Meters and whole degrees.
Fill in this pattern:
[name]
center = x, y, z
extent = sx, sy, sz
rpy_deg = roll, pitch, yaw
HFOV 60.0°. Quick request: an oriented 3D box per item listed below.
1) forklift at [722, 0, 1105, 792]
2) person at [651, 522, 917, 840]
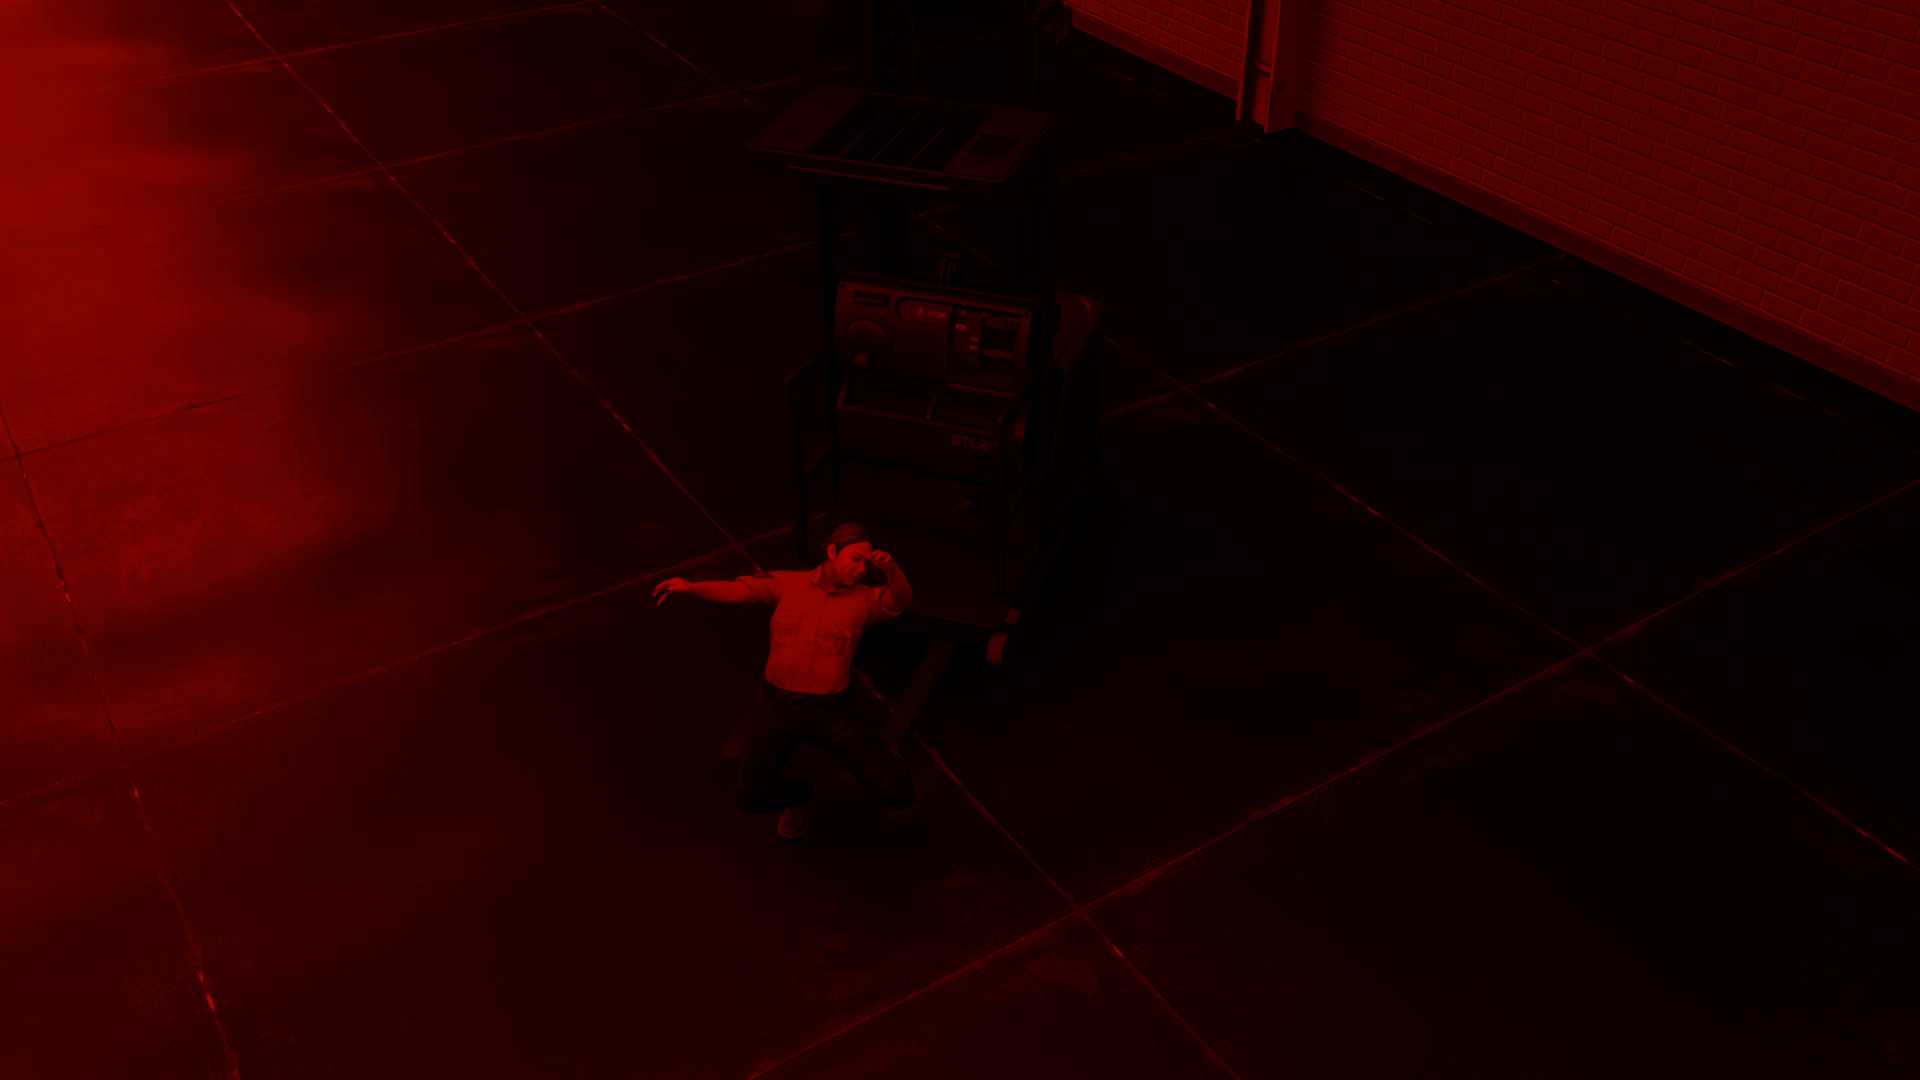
[forklift]
center = -0.196, -0.867, 7.381
extent = 1.130, 2.935, 3.031
rpy_deg = 11, 37, 15
[person]
center = -0.636, 0.542, 6.535
extent = 0.955, 1.560, 0.649
rpy_deg = 2, 35, 2
